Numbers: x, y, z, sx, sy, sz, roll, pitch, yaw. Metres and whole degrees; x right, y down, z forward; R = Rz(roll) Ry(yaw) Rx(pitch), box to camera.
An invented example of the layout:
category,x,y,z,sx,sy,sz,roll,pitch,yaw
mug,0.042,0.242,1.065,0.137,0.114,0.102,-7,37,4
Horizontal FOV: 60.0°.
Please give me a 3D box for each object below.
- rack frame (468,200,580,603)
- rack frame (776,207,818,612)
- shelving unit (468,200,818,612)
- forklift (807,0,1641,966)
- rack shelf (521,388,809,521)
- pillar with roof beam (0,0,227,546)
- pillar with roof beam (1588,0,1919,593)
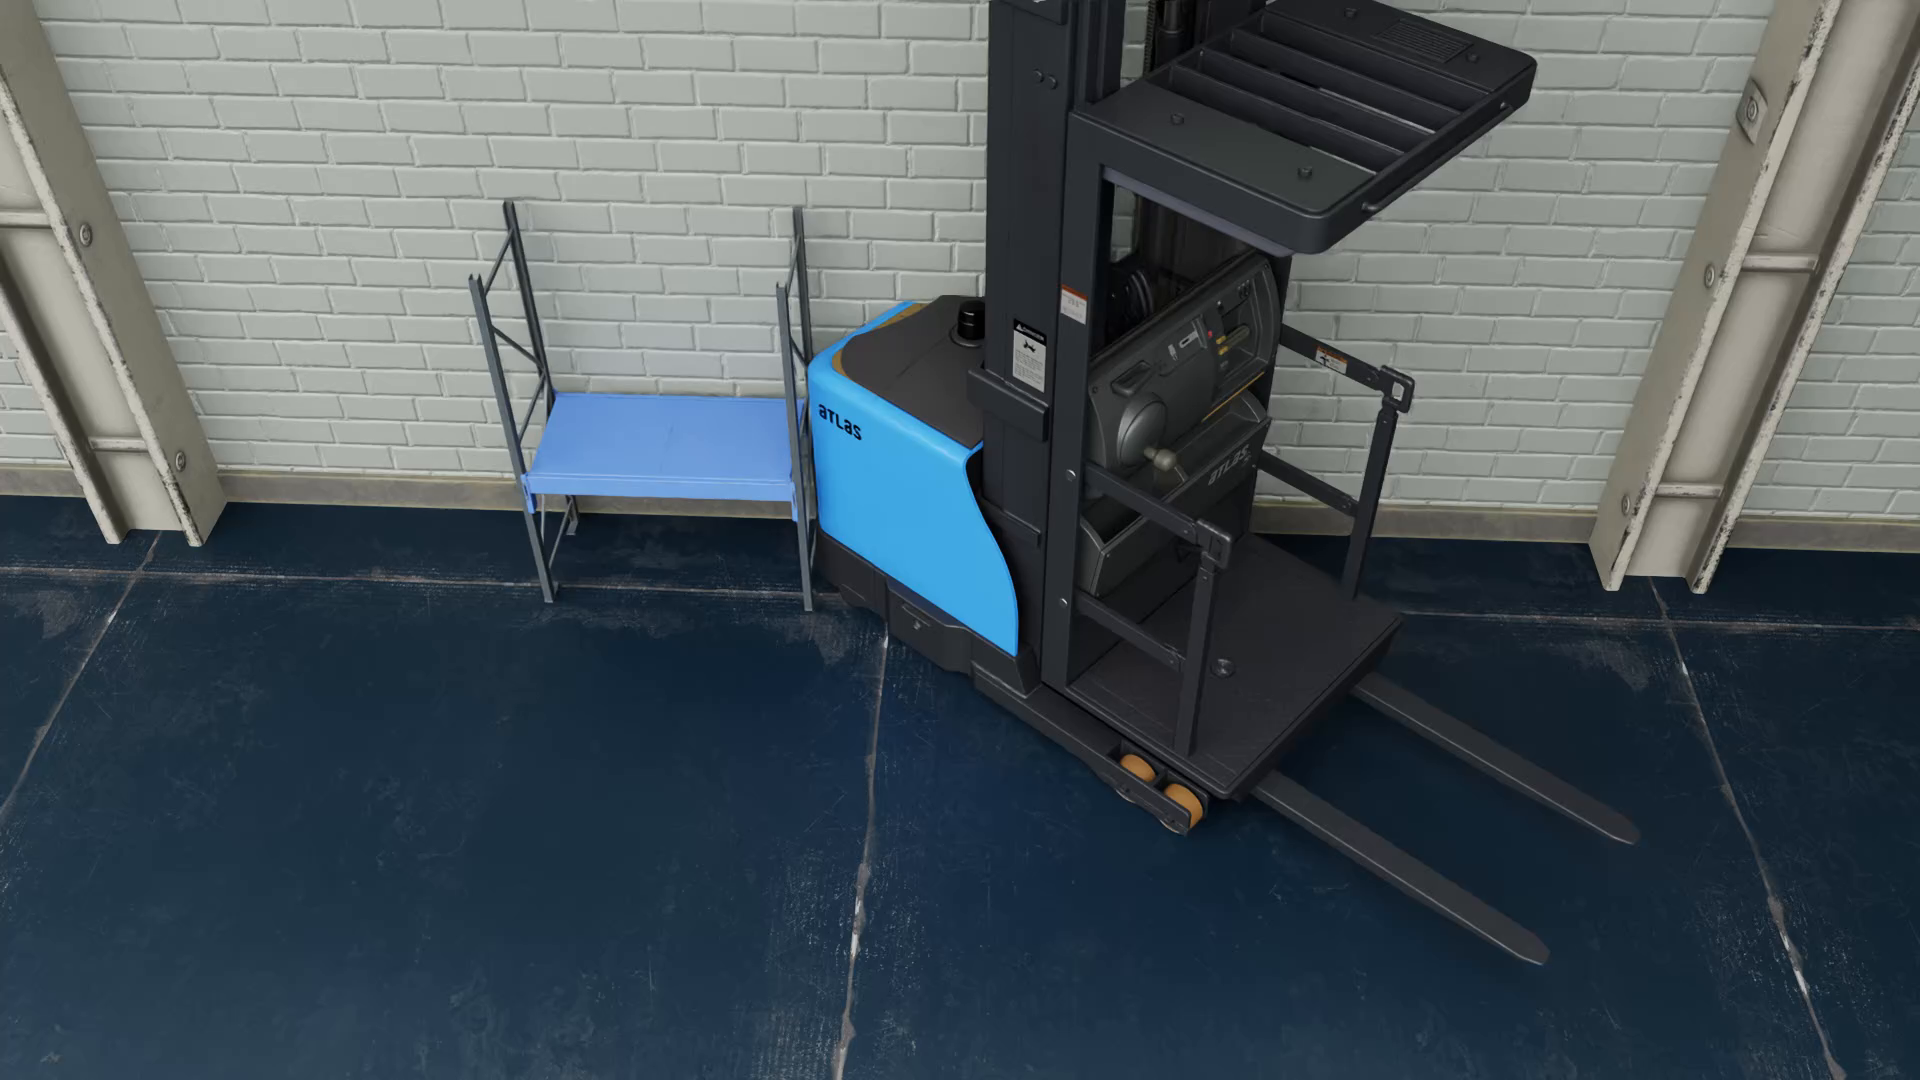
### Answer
category,x,y,z,sx,sy,sz,roll,pitch,yaw
rack frame,-1.591,-0.473,6.158,0.032,1.500,0.500,2,43,2
rack frame,-0.576,-0.442,6.124,0.032,1.500,0.500,2,43,2
shelving unit,-1.084,-0.457,6.141,1.048,1.500,0.538,2,43,2
forklift,0.872,-0.482,5.117,3.031,2.935,1.130,32,52,30
rack shelf,-1.084,-0.326,6.263,1.000,0.185,0.538,2,43,2
pillar with roof beam,-3.448,-0.447,0.628,0.400,9.000,9.100,2,43,2
pillar with roof beam,2.546,-0.263,0.430,0.400,9.000,9.100,2,43,2
